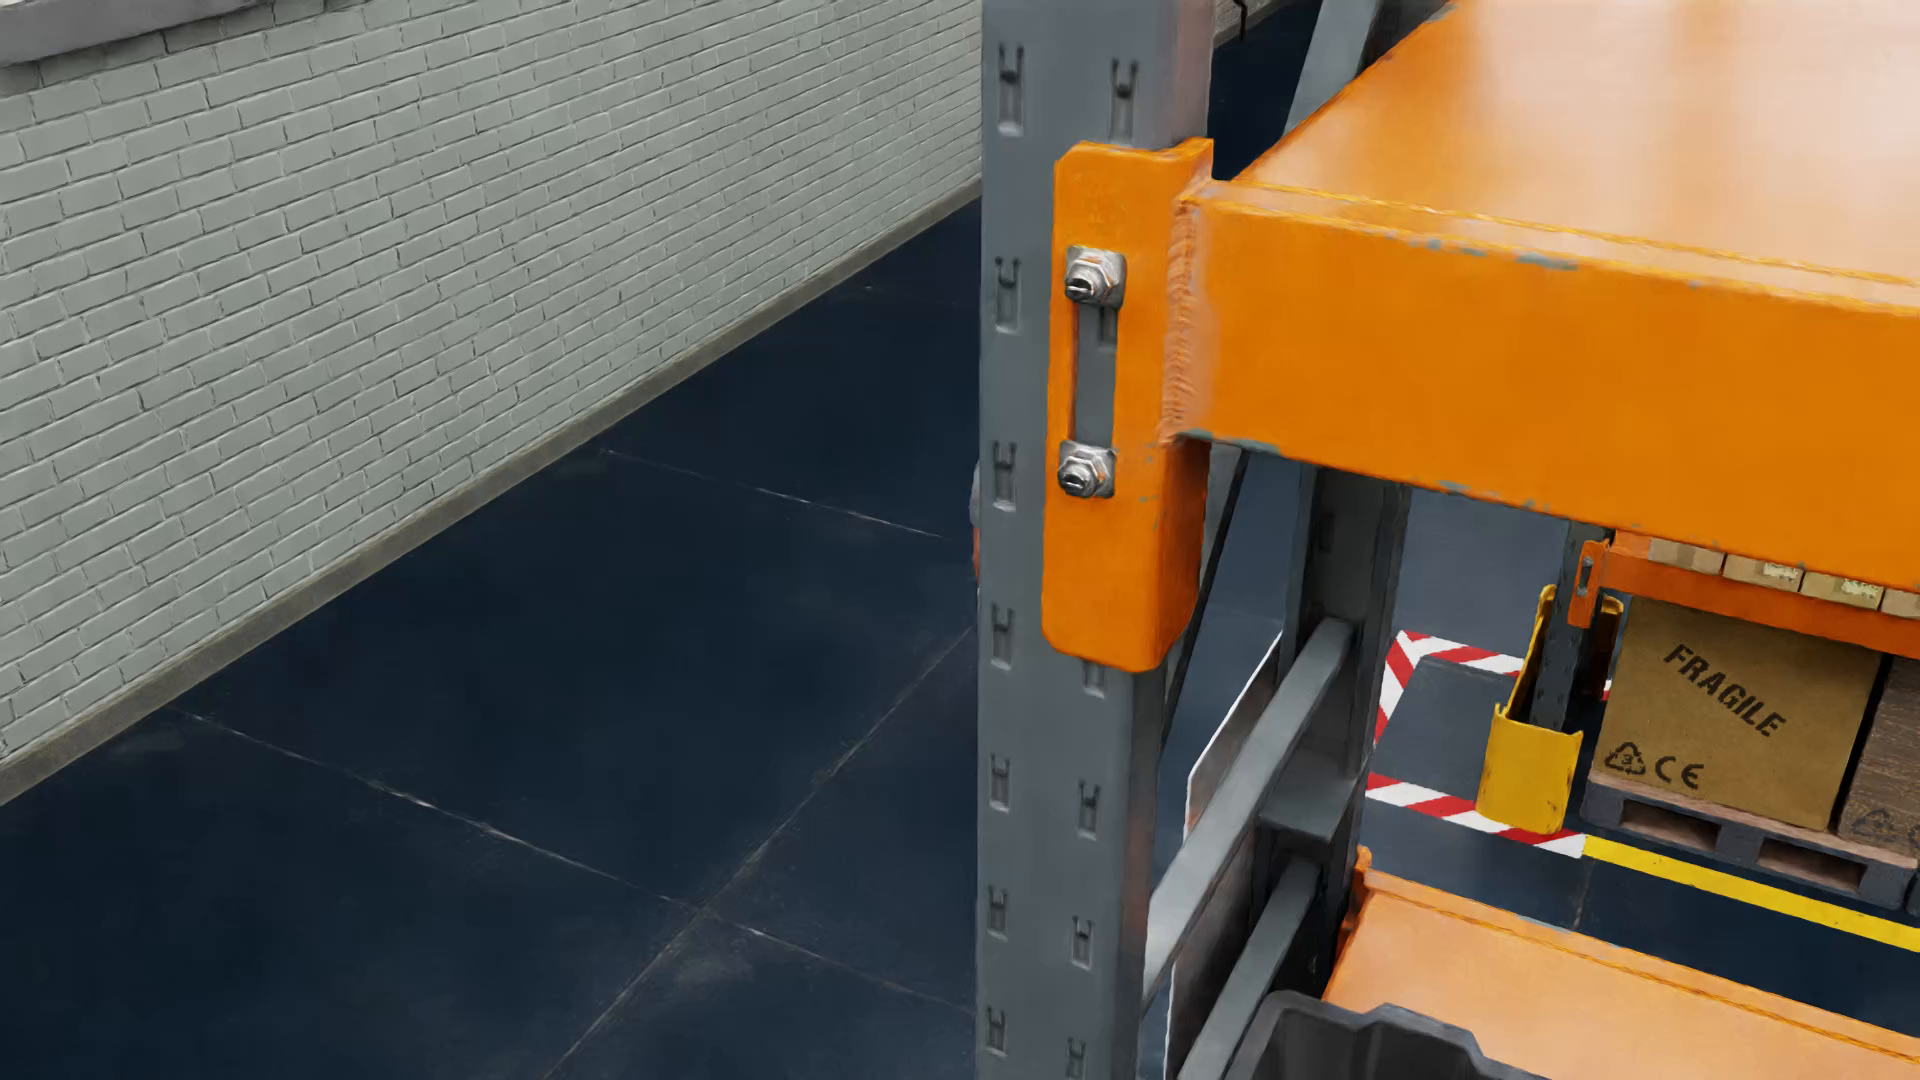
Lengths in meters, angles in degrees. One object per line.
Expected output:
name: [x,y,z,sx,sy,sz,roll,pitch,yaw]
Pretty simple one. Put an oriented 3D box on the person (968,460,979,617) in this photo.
person: [0.265,0.125,6.850,0.576,1.785,0.607,-20,35,-31]
